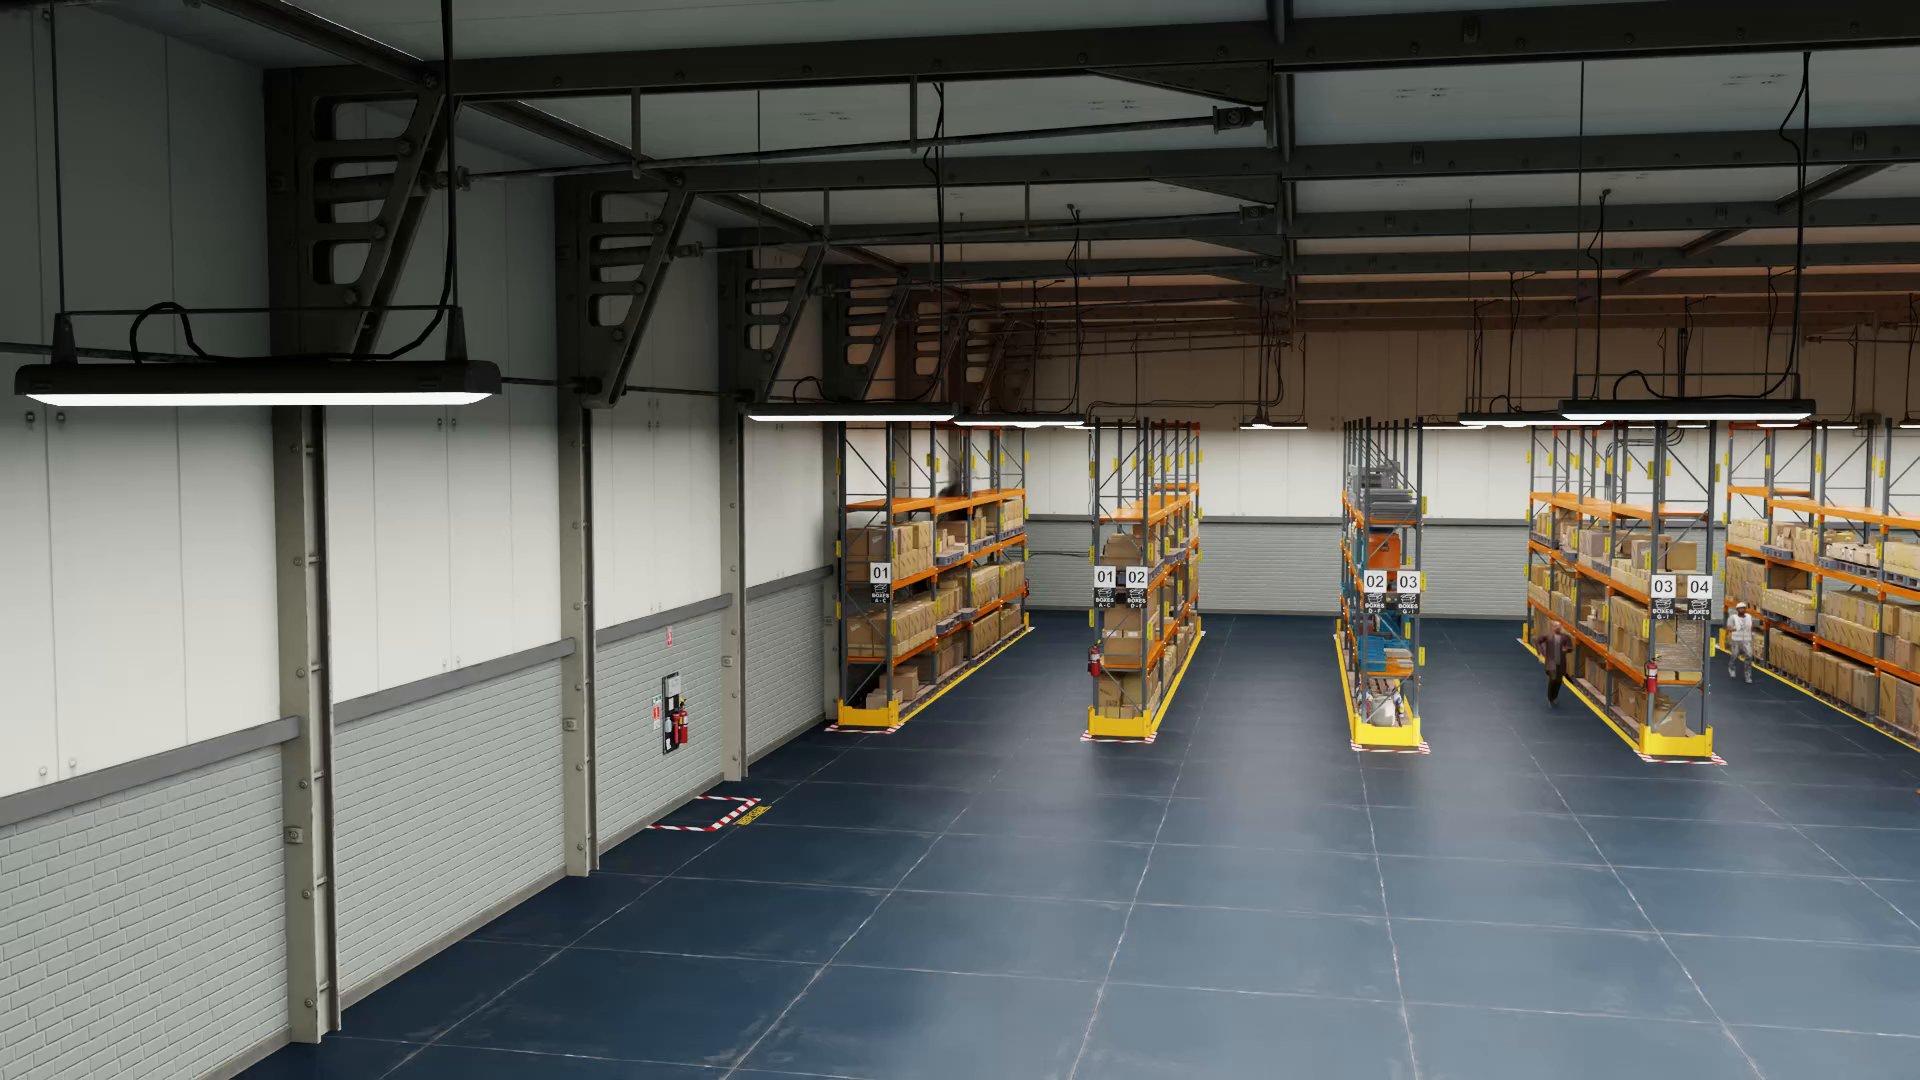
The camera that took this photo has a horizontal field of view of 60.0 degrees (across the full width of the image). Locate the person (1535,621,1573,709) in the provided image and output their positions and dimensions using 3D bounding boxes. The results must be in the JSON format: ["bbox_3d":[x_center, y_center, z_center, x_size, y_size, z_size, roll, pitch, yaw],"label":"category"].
[{"bbox_3d":[12.381,2.597,34.581,0.675,1.846,0.829,0,4,1],"label":"person"}]

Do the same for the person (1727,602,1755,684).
[{"bbox_3d":[17.951,2.353,38.219,0.668,1.852,0.794,1,4,9],"label":"person"}]
